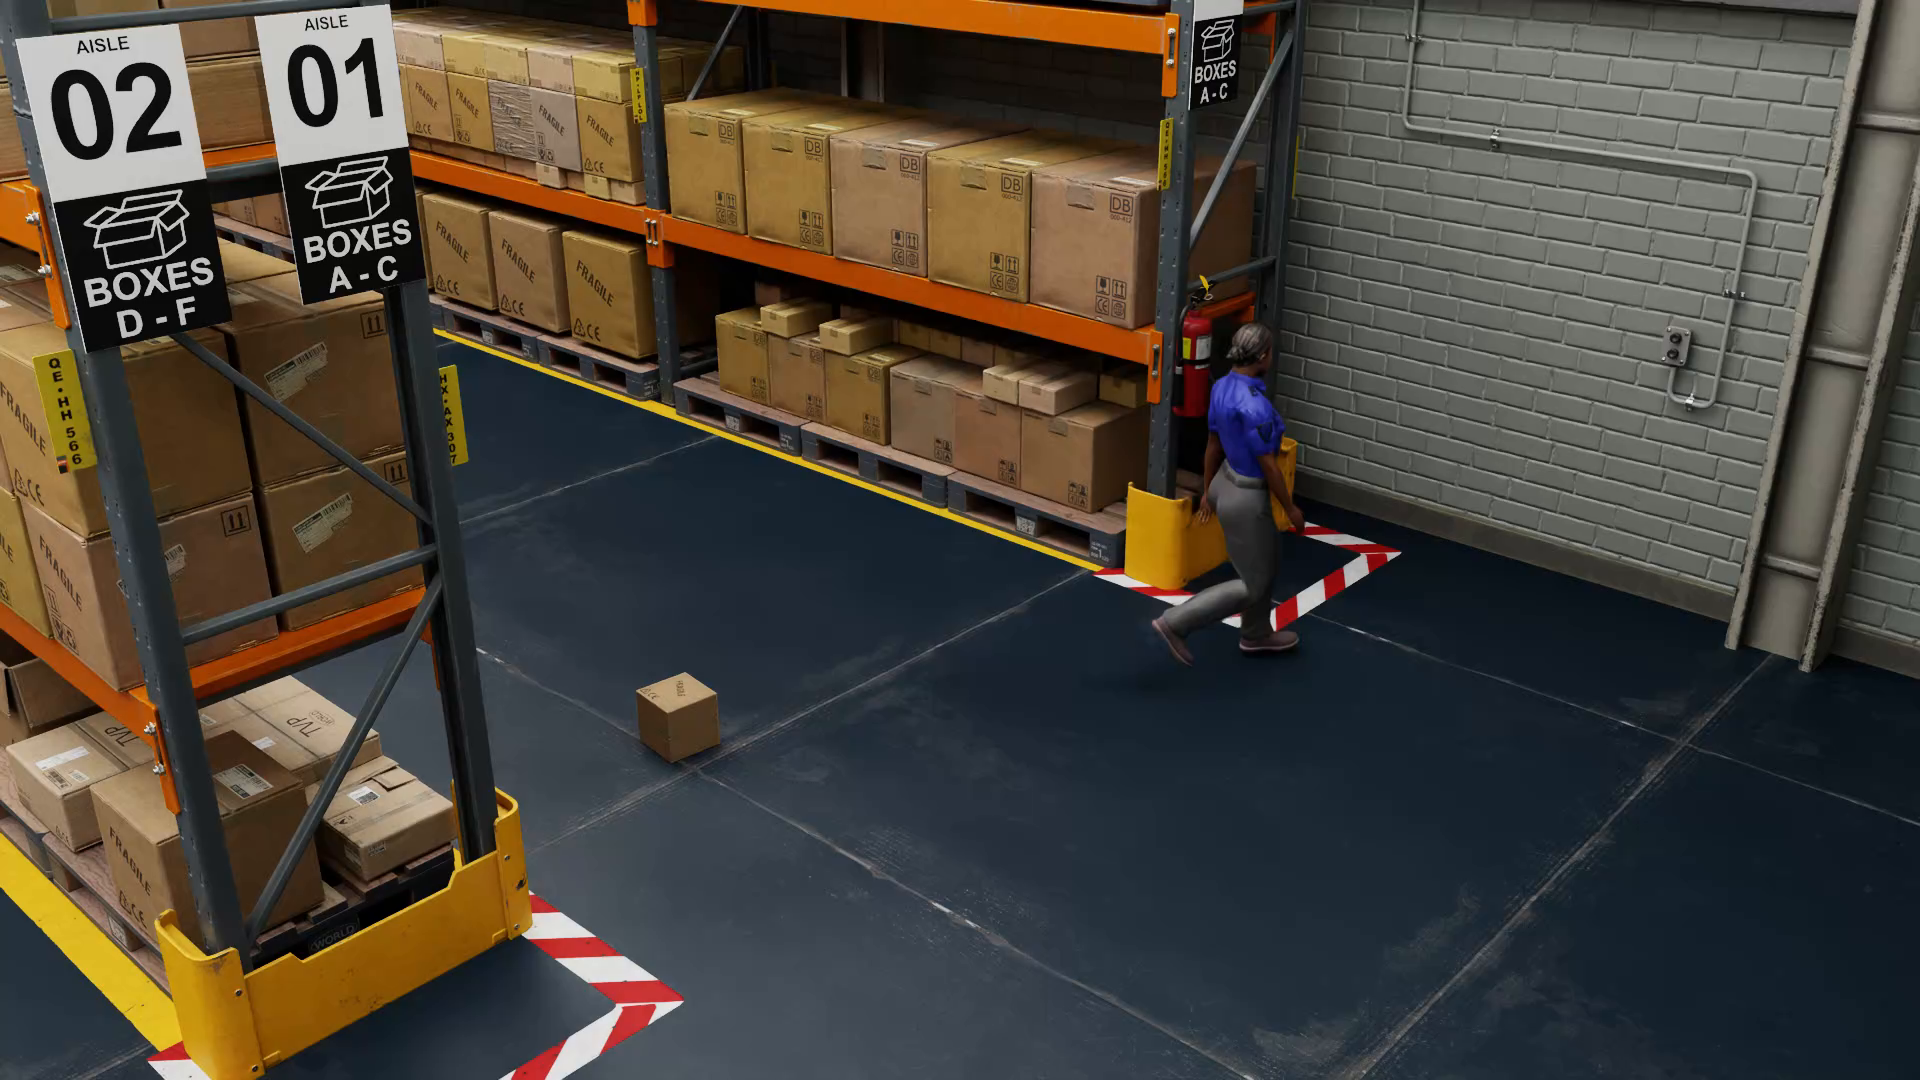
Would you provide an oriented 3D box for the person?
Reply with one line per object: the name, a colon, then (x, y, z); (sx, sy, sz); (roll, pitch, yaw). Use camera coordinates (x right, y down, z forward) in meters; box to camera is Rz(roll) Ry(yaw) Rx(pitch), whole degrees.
person: (1.240, -0.184, 7.482); (0.783, 1.618, 0.447); (-3, 24, -8)
